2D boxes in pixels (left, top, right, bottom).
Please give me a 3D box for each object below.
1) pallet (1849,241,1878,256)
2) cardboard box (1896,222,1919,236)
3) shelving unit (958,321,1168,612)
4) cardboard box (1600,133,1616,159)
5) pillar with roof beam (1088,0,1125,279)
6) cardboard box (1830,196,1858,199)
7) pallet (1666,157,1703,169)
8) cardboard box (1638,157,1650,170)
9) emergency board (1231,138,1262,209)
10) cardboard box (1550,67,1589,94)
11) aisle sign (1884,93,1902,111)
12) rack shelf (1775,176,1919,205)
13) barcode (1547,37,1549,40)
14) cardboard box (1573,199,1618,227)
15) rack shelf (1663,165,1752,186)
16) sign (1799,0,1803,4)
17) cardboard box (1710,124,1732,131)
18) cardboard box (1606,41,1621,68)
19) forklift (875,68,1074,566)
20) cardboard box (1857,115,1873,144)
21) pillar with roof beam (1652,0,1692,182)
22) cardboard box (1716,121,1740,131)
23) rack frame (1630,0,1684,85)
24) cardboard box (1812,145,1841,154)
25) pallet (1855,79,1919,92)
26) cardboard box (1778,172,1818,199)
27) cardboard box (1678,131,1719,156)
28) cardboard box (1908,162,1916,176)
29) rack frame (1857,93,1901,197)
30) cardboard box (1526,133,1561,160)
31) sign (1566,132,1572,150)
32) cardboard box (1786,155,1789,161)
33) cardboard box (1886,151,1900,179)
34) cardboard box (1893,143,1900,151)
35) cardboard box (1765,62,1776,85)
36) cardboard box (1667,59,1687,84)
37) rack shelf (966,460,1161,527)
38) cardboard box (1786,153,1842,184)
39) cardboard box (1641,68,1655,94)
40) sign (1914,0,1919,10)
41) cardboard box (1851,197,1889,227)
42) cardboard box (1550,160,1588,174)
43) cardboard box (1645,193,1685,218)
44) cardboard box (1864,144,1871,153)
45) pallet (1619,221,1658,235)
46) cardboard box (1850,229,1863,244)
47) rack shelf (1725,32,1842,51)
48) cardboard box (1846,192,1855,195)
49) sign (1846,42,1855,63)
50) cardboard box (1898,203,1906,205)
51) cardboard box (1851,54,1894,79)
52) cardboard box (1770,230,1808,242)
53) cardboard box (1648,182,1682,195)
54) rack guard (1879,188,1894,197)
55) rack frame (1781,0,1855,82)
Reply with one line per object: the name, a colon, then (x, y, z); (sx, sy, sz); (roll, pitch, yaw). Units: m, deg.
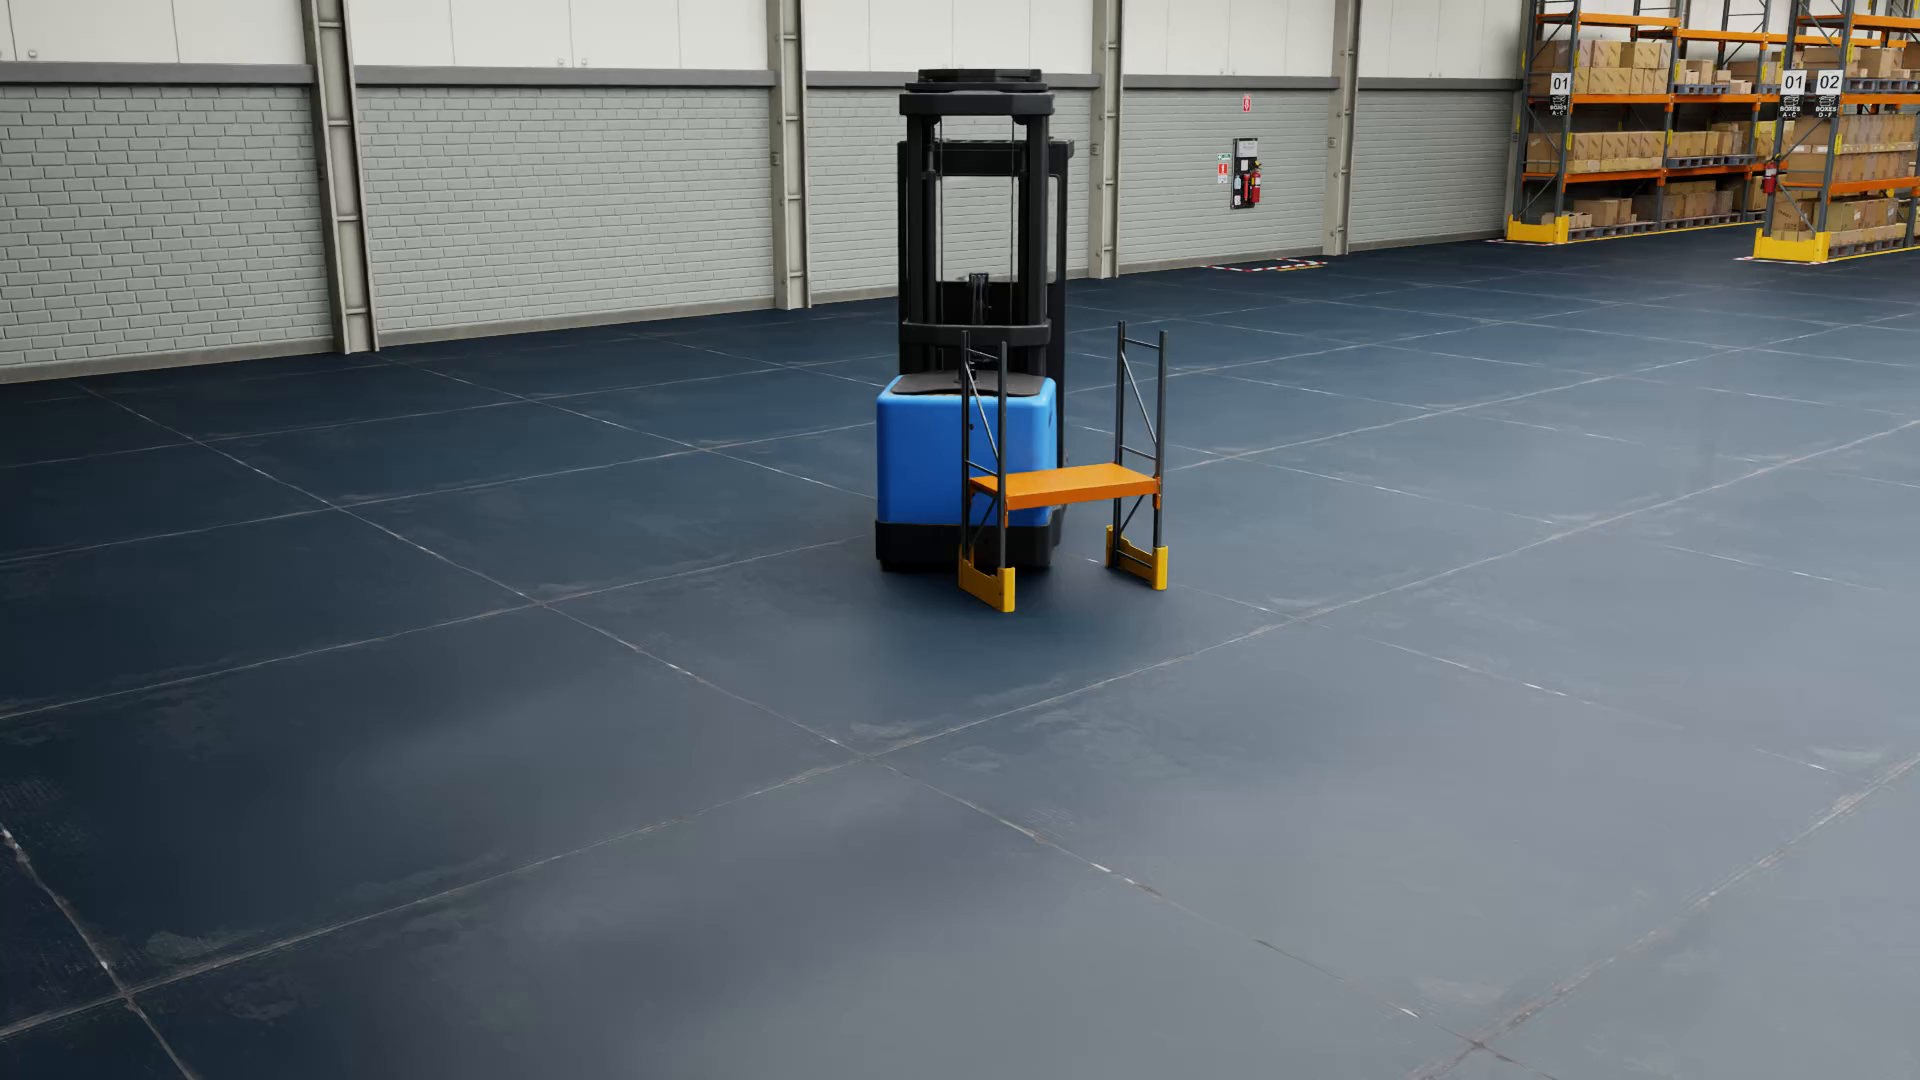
pallet: (16.079, -5.391, 30.523); (1.213, 0.211, 1.003); (-13, 19, -39)
cardboard box: (18.094, -5.967, 31.791); (0.500, 0.250, 0.500); (-13, 20, -41)
shelving unit: (0.596, -0.448, 9.523); (1.083, 1.500, 0.587); (-7, 16, -25)
cardboard box: (12.686, -7.849, 33.119); (0.500, 0.500, 0.500); (-13, 20, -41)
pillar with roof beam: (5.089, -7.673, 22.039); (0.400, 9.000, 9.100); (-13, 19, -39)
cardboard box: (16.318, -6.122, 30.919); (0.500, 0.500, 0.500); (-13, 19, -39)
pallet: (15.045, -8.045, 35.427); (1.213, 0.211, 1.003); (-13, 19, -39)
cardboard box: (13.833, -7.751, 34.209); (0.500, 0.250, 0.500); (-13, 19, -39)
emergency board: (4.900, -6.218, 28.216); (0.643, 1.169, 0.194); (-13, 19, -39)
cardboard box: (11.772, -8.874, 32.114); (0.500, 0.500, 0.500); (-12, 19, -38)
aisle sign: (23.677, -11.279, 42.125); (0.004, 0.787, 0.394); (-13, 19, -39)
rack shelf: (16.119, -6.386, 30.240); (4.000, 0.370, 1.077); (-13, 19, -39)
barcode: (11.563, -9.847, 32.695); (0.075, 0.075, 0.001); (-13, 19, -39)
cardboard box: (12.953, -6.674, 33.916); (0.500, 0.500, 0.700); (-14, 21, -43)
rack shelf: (15.882, -8.028, 36.384); (4.000, 0.370, 1.077); (-13, 19, -39)
sign: (20.062, -12.930, 39.602); (0.005, 0.325, 0.100); (-13, 19, -39)
cardboard box: (16.917, -9.166, 36.951); (0.380, 0.149, 0.250); (12, 19, 38)
cardboard box: (12.596, -9.531, 32.637); (0.500, 0.500, 0.500); (-12, 19, -38)
forklift: (0.174, -1.591, 11.026); (1.130, 2.935, 3.031); (2, 15, 6)
cardboard box: (15.783, -7.331, 29.676); (0.500, 0.500, 0.700); (-13, 19, -39)
pillar with roof beam: (18.668, -10.722, 33.454); (0.400, 9.000, 9.100); (-13, 19, -39)
cardboard box: (17.562, -9.405, 37.886); (0.500, 0.250, 0.500); (-12, 19, -38)
rack frame: (14.373, -10.935, 34.249); (0.127, 3.000, 1.000); (-13, 19, -39)
cardboard box: (15.047, -6.781, 28.874); (0.250, 0.149, 0.380); (-13, 20, -40)
pallet: (17.001, -8.329, 30.480); (1.213, 0.211, 1.003); (-13, 19, -39)
cardboard box: (20.003, -8.420, 39.813); (0.750, 0.750, 0.750); (-12, 19, -39)
cardboard box: (16.117, -8.678, 36.379); (0.500, 0.500, 0.700); (-13, 19, -39)
cardboard box: (17.970, -7.092, 31.779); (0.500, 0.250, 0.500); (-11, 19, -36)
rack frame: (23.425, -10.069, 42.634); (0.127, 3.000, 1.000); (-13, 19, -39)
cardboard box: (11.571, -7.779, 32.860); (0.500, 0.500, 0.500); (-13, 20, -40)
sign: (11.712, -7.671, 31.979); (0.005, 0.325, 0.100); (-13, 19, -39)
cardboard box: (19.144, -8.918, 38.772); (0.250, 0.149, 0.380); (-12, 19, -38)
cardboard box: (16.903, -6.954, 30.777); (0.500, 0.500, 0.700); (-13, 20, -40)
cardboard box: (16.982, -7.215, 30.499); (0.250, 0.149, 0.380); (-13, 20, -39)
cardboard box: (18.084, -10.617, 37.827); (0.500, 0.500, 0.700); (-14, 20, -42)
cardboard box: (14.838, -9.814, 34.857); (0.500, 0.500, 0.500); (-9, 18, -32)
rack shelf: (0.588, -0.274, 9.565); (1.000, 0.185, 0.538); (-7, 16, -25)
cardboard box: (14.970, -6.520, 29.152); (0.500, 0.500, 0.700); (-13, 19, -39)
cardboard box: (13.764, -9.327, 33.809); (0.500, 0.500, 0.500); (14, 20, 42)
sign: (23.771, -13.349, 41.324); (0.005, 0.325, 0.100); (-13, 19, -39)
cardboard box: (16.661, -6.020, 30.537); (0.500, 0.500, 0.500); (-13, 19, -39)
cardboard box: (11.932, -7.317, 32.581); (0.500, 0.250, 0.500); (-13, 20, -41)
cardboard box: (15.274, -7.266, 36.132); (0.500, 0.500, 0.700); (-13, 20, -40)
cardboard box: (16.017, -7.000, 29.692); (0.250, 0.149, 0.380); (-13, 20, -40)
pallet: (13.889, -6.568, 34.931); (1.213, 0.211, 1.003); (-13, 19, -39)
cardboard box: (15.913, -5.487, 29.994); (0.500, 0.250, 0.500); (-13, 19, -39)
rack shelf: (18.899, -11.410, 38.199); (4.000, 0.370, 1.077); (-13, 19, -39)
cardboard box: (21.809, -8.664, 41.405); (0.500, 0.500, 0.700); (-12, 19, -38)
sign: (14.970, -8.196, 27.960); (0.005, 0.325, 0.100); (-13, 19, -39)
cardboard box: (18.133, -6.432, 32.444); (0.500, 0.311, 0.500); (-12, 19, -38)
cardboard box: (16.302, -8.588, 29.990); (0.637, 0.503, 0.797); (-10, 18, -33)
cardboard box: (14.820, -5.418, 29.735); (0.500, 0.250, 0.500); (-13, 19, -39)
cardboard box: (15.247, -7.607, 35.953); (0.500, 0.250, 0.500); (-13, 20, -41)
rack guard: (23.443, -8.866, 42.971); (0.348, 0.500, 1.175); (-13, 19, -39)
rack frame: (14.610, -9.293, 28.104); (0.127, 3.000, 1.000); (-13, 19, -39)
